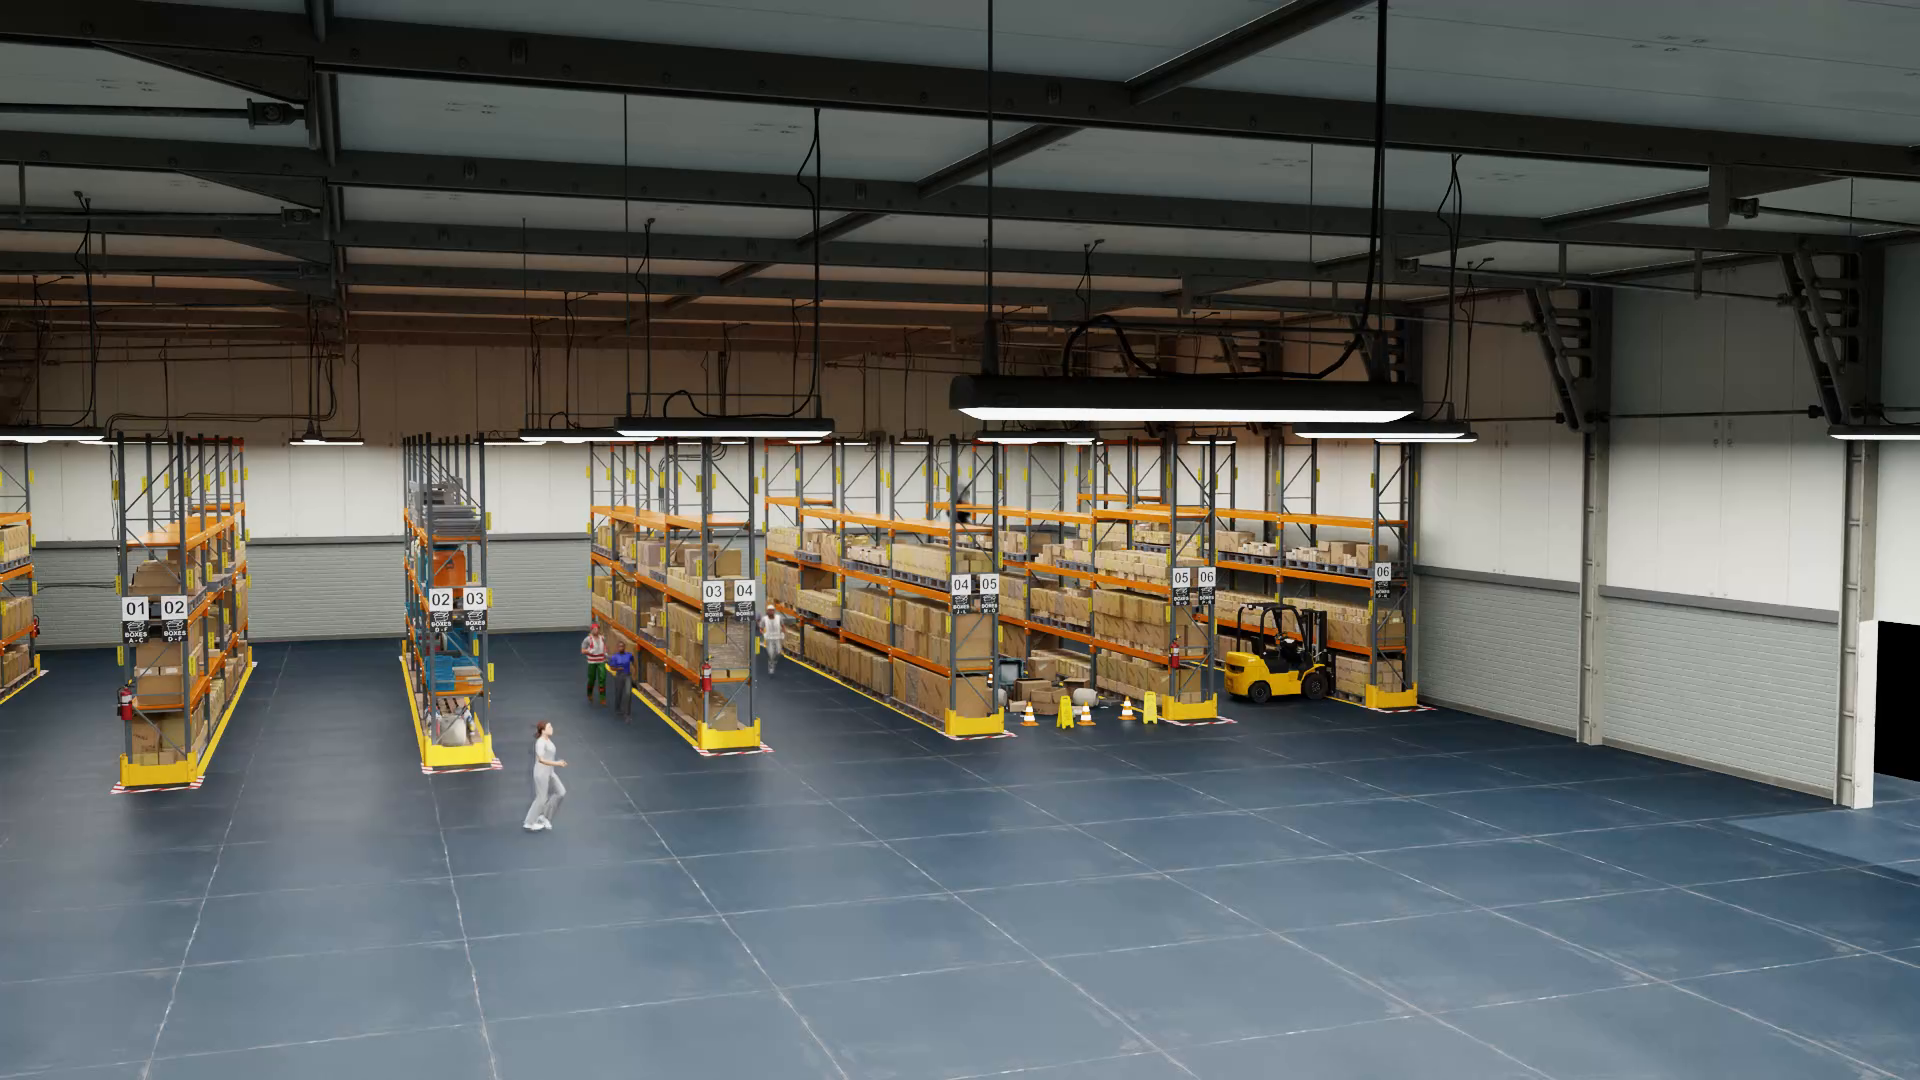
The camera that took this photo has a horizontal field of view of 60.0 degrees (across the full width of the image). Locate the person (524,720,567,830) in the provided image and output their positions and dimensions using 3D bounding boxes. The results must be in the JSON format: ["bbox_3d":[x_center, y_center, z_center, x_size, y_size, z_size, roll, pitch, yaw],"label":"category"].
[{"bbox_3d":[-6.182,3.522,24.854,0.670,1.681,0.584,0,3,4],"label":"person"}]

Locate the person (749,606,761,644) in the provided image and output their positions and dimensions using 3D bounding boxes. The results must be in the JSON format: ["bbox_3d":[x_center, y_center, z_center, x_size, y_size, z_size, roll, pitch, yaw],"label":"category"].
[{"bbox_3d":[-5.634,2.468,44.738,0.591,1.578,0.691,-2,4,-29],"label":"person"}]

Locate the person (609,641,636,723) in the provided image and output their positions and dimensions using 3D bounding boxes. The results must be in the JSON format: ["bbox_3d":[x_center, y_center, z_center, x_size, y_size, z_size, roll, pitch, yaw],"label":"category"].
[{"bbox_3d":[-7.082,2.971,34.979,0.583,1.684,0.866,-1,3,-18],"label":"person"}]

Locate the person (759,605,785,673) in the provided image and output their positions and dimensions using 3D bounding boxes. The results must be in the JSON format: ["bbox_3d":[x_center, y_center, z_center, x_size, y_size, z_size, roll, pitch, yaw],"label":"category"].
[{"bbox_3d":[-4.748,2.519,42.165,0.689,1.739,0.530,-1,3,-15],"label":"person"}]

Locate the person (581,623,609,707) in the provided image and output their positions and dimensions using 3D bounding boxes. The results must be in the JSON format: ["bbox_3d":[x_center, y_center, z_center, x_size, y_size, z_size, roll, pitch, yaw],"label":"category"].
[{"bbox_3d":[-8.102,2.752,36.978,0.648,1.809,0.920,-2,4,-29],"label":"person"}]
